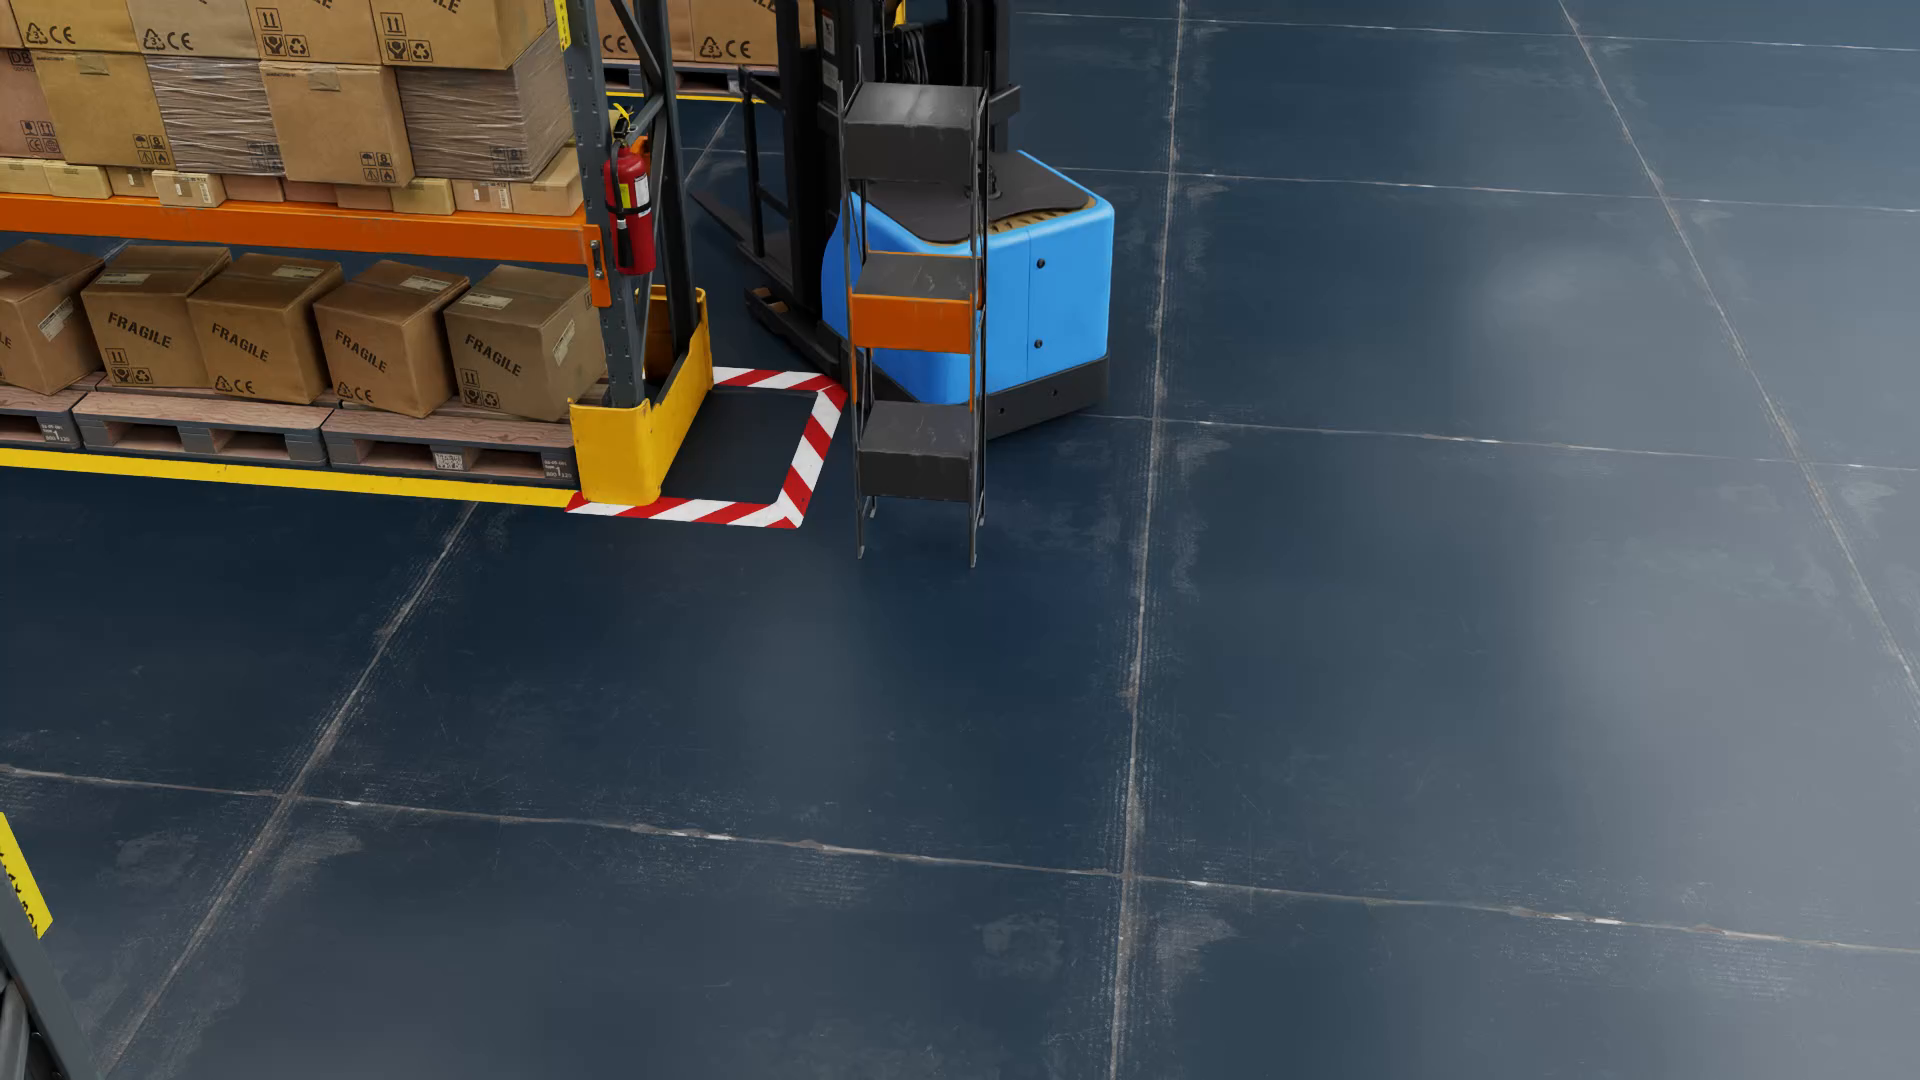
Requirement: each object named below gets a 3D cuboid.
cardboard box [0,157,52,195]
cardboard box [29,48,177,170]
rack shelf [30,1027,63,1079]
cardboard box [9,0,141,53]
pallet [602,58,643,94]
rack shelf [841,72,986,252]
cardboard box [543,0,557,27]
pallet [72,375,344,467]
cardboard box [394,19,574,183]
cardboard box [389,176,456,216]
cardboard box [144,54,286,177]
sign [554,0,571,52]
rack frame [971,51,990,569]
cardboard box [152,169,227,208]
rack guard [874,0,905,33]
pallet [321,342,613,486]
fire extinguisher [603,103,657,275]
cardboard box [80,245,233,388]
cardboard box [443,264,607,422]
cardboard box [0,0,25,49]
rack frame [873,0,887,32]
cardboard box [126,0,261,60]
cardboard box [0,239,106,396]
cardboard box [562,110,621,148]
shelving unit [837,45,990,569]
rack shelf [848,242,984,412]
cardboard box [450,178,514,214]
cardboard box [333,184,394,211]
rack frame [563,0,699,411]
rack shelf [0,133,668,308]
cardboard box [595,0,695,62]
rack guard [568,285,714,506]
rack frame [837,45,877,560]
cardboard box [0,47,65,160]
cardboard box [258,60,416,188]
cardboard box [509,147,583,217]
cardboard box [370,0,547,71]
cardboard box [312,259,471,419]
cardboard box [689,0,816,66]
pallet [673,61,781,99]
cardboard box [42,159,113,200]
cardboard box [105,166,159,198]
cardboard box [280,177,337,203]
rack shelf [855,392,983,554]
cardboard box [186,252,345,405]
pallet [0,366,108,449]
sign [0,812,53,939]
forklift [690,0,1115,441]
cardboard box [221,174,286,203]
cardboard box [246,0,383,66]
[{"bbox_3d":[-3.947,-1.638,7.180,0.250,0.149,0.380,4,36,6],"label":"cardboard box"},{"bbox_3d":[-3.435,-2.004,7.134,0.500,0.500,0.875,4,36,6],"label":"cardboard box"},{"bbox_3d":[-4.012,1.286,3.485,4.000,0.370,1.077,4,36,6],"label":"rack shelf"},{"bbox_3d":[-3.461,-2.293,6.678,0.500,0.500,0.500,4,36,6],"label":"cardboard box"},{"bbox_3d":[-2.675,-3.533,12.019,1.213,0.211,1.003,4,36,6],"label":"pallet"},{"bbox_3d":[-0.164,-1.426,6.258,0.480,0.518,0.431,4,36,6],"label":"rack shelf"},{"bbox_3d":[-1.908,-2.479,6.938,0.500,0.500,0.500,4,36,6],"label":"cardboard box"},{"bbox_3d":[-3.481,-0.755,8.126,1.213,0.211,1.003,4,36,6],"label":"pallet"},{"bbox_3d":[-1.939,-1.930,7.031,0.500,0.500,0.875,4,36,6],"label":"cardboard box"},{"bbox_3d":[-2.209,-1.520,7.014,0.250,0.149,0.380,4,36,6],"label":"cardboard box"},{"bbox_3d":[-2.941,-1.960,7.072,0.500,0.500,0.875,4,36,6],"label":"cardboard box"},{"bbox_3d":[-1.488,-1.994,6.193,0.005,0.325,0.100,4,36,6],"label":"sign"},{"bbox_3d":[0.078,-0.849,6.632,0.015,2.100,0.400,4,36,6],"label":"rack frame"},{"bbox_3d":[-3.207,-1.563,7.074,0.250,0.149,0.380,4,36,6],"label":"cardboard box"},{"bbox_3d":[-0.641,-3.543,11.785,0.348,0.500,1.175,4,36,6],"label":"rack guard"},{"bbox_3d":[-2.274,-0.663,7.998,1.213,0.211,1.003,4,36,6],"label":"pallet"},{"bbox_3d":[-1.342,-1.407,6.706,0.183,0.674,0.296,4,36,6],"label":"fire extinguisher"},{"bbox_3d":[-3.778,-1.070,7.958,0.500,0.500,0.500,1,36,2],"label":"cardboard box"},{"bbox_3d":[-2.014,-0.922,7.749,0.500,0.500,0.500,11,37,15],"label":"cardboard box"},{"bbox_3d":[-3.959,-2.324,6.721,0.500,0.500,0.500,4,36,6],"label":"cardboard box"},{"bbox_3d":[-0.665,-4.563,11.061,0.127,3.000,1.000,4,36,6],"label":"rack frame"},{"bbox_3d":[-2.967,-2.251,6.620,0.500,0.500,0.500,4,36,6],"label":"cardboard box"},{"bbox_3d":[-4.404,-1.071,7.959,0.500,0.500,0.500,16,38,21],"label":"cardboard box"},{"bbox_3d":[-1.650,-1.768,7.362,0.250,0.149,0.380,4,36,6],"label":"cardboard box"},{"bbox_3d":[-0.164,-0.867,6.657,0.503,2.100,0.431,4,36,6],"label":"shelving unit"},{"bbox_3d":[-0.164,-0.856,6.665,0.480,0.518,0.431,4,36,6],"label":"rack shelf"},{"bbox_3d":[-1.954,-1.531,7.029,0.250,0.149,0.380,4,36,6],"label":"cardboard box"},{"bbox_3d":[-2.455,-1.547,7.052,0.250,0.149,0.380,4,36,6],"label":"cardboard box"},{"bbox_3d":[-1.397,-1.712,7.067,0.127,3.000,1.000,4,36,6],"label":"rack frame"},{"bbox_3d":[-3.381,-1.567,7.483,4.000,0.370,1.077,4,36,6],"label":"rack shelf"},{"bbox_3d":[-2.219,-3.945,11.663,0.875,0.875,0.875,4,36,5],"label":"cardboard box"},{"bbox_3d":[-1.473,-0.700,7.801,0.348,0.500,1.175,4,36,6],"label":"rack guard"},{"bbox_3d":[-0.406,-0.885,6.683,0.015,2.100,0.400,4,36,6],"label":"rack frame"},{"bbox_3d":[-3.926,-2.065,7.219,0.500,0.500,0.875,4,36,6],"label":"cardboard box"},{"bbox_3d":[-2.450,-1.898,6.986,0.500,0.500,0.875,4,36,6],"label":"cardboard box"},{"bbox_3d":[-1.706,-1.512,7.003,0.250,0.149,0.380,4,36,6],"label":"cardboard box"},{"bbox_3d":[-1.974,-2.179,6.519,0.500,0.500,0.500,4,36,6],"label":"cardboard box"},{"bbox_3d":[-2.612,-0.946,7.784,0.500,0.500,0.500,14,38,18],"label":"cardboard box"},{"bbox_3d":[-1.346,-3.881,11.573,0.875,0.875,0.875,4,36,6],"label":"cardboard box"},{"bbox_3d":[-1.468,-3.442,11.891,1.213,0.211,1.003,4,36,6],"label":"pallet"},{"bbox_3d":[-3.700,-1.613,7.145,0.250,0.149,0.380,4,36,6],"label":"cardboard box"},{"bbox_3d":[-3.446,-1.621,7.156,0.250,0.149,0.380,4,36,6],"label":"cardboard box"},{"bbox_3d":[-2.697,-1.590,7.111,0.250,0.149,0.380,4,36,6],"label":"cardboard box"},{"bbox_3d":[-0.164,-0.286,7.072,0.480,0.518,0.431,4,36,6],"label":"rack shelf"},{"bbox_3d":[-3.230,-1.003,7.864,0.500,0.500,0.500,7,36,10],"label":"cardboard box"},{"bbox_3d":[-4.694,-0.844,8.251,1.213,0.211,1.003,4,36,6],"label":"pallet"},{"bbox_3d":[-1.954,0.712,3.432,0.005,0.325,0.100,4,36,6],"label":"sign"},{"bbox_3d":[-0.491,-2.413,8.108,1.130,2.935,3.031,-20,40,-26],"label":"forklift"},{"bbox_3d":[-2.948,-1.595,7.119,0.250,0.149,0.380,4,36,6],"label":"cardboard box"},{"bbox_3d":[-2.471,-2.213,6.566,0.500,0.500,0.500,4,36,6],"label":"cardboard box"}]
